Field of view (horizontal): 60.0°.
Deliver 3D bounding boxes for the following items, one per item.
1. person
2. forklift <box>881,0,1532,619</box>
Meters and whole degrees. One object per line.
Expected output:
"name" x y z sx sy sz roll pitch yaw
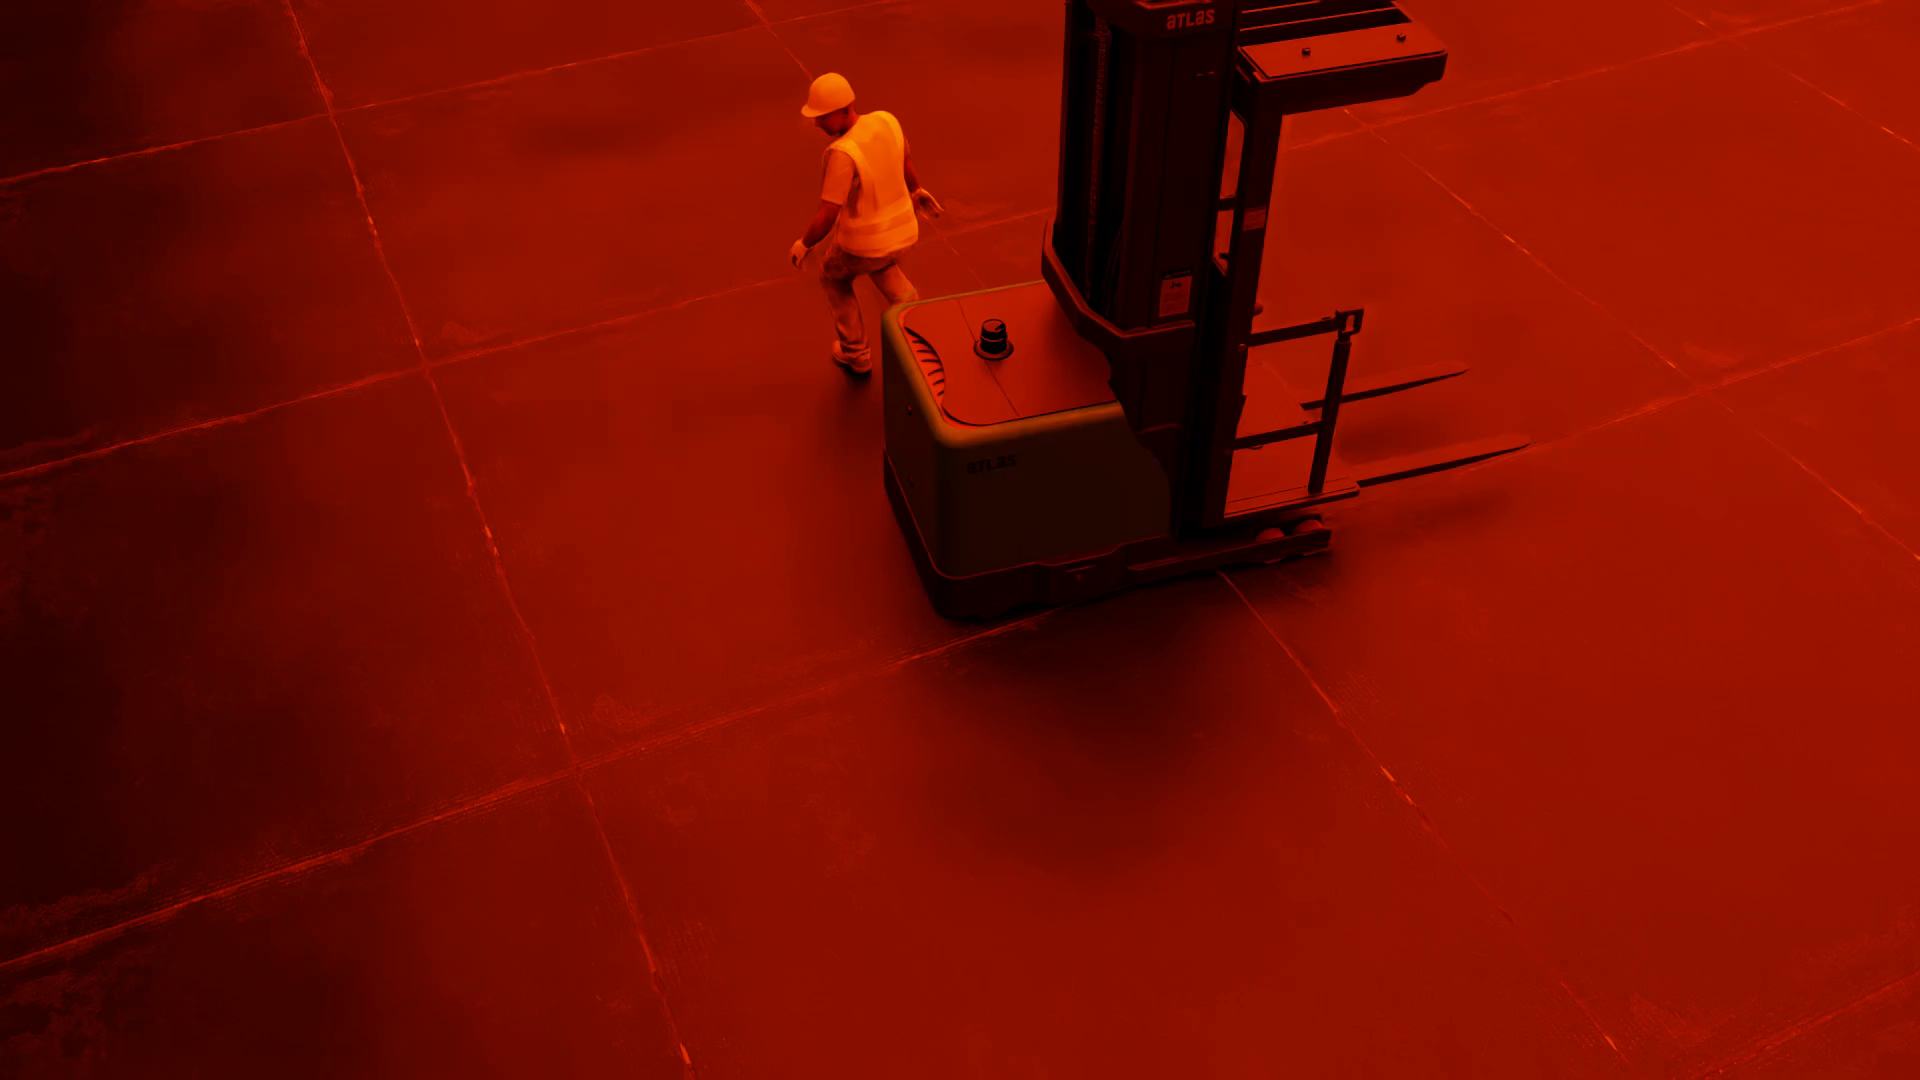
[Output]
"person" -0.416 -1.582 8.392 0.959 1.592 0.588 -34 53 -31
"forklift" 1.211 -1.299 7.072 3.031 2.935 1.130 -12 44 -12
